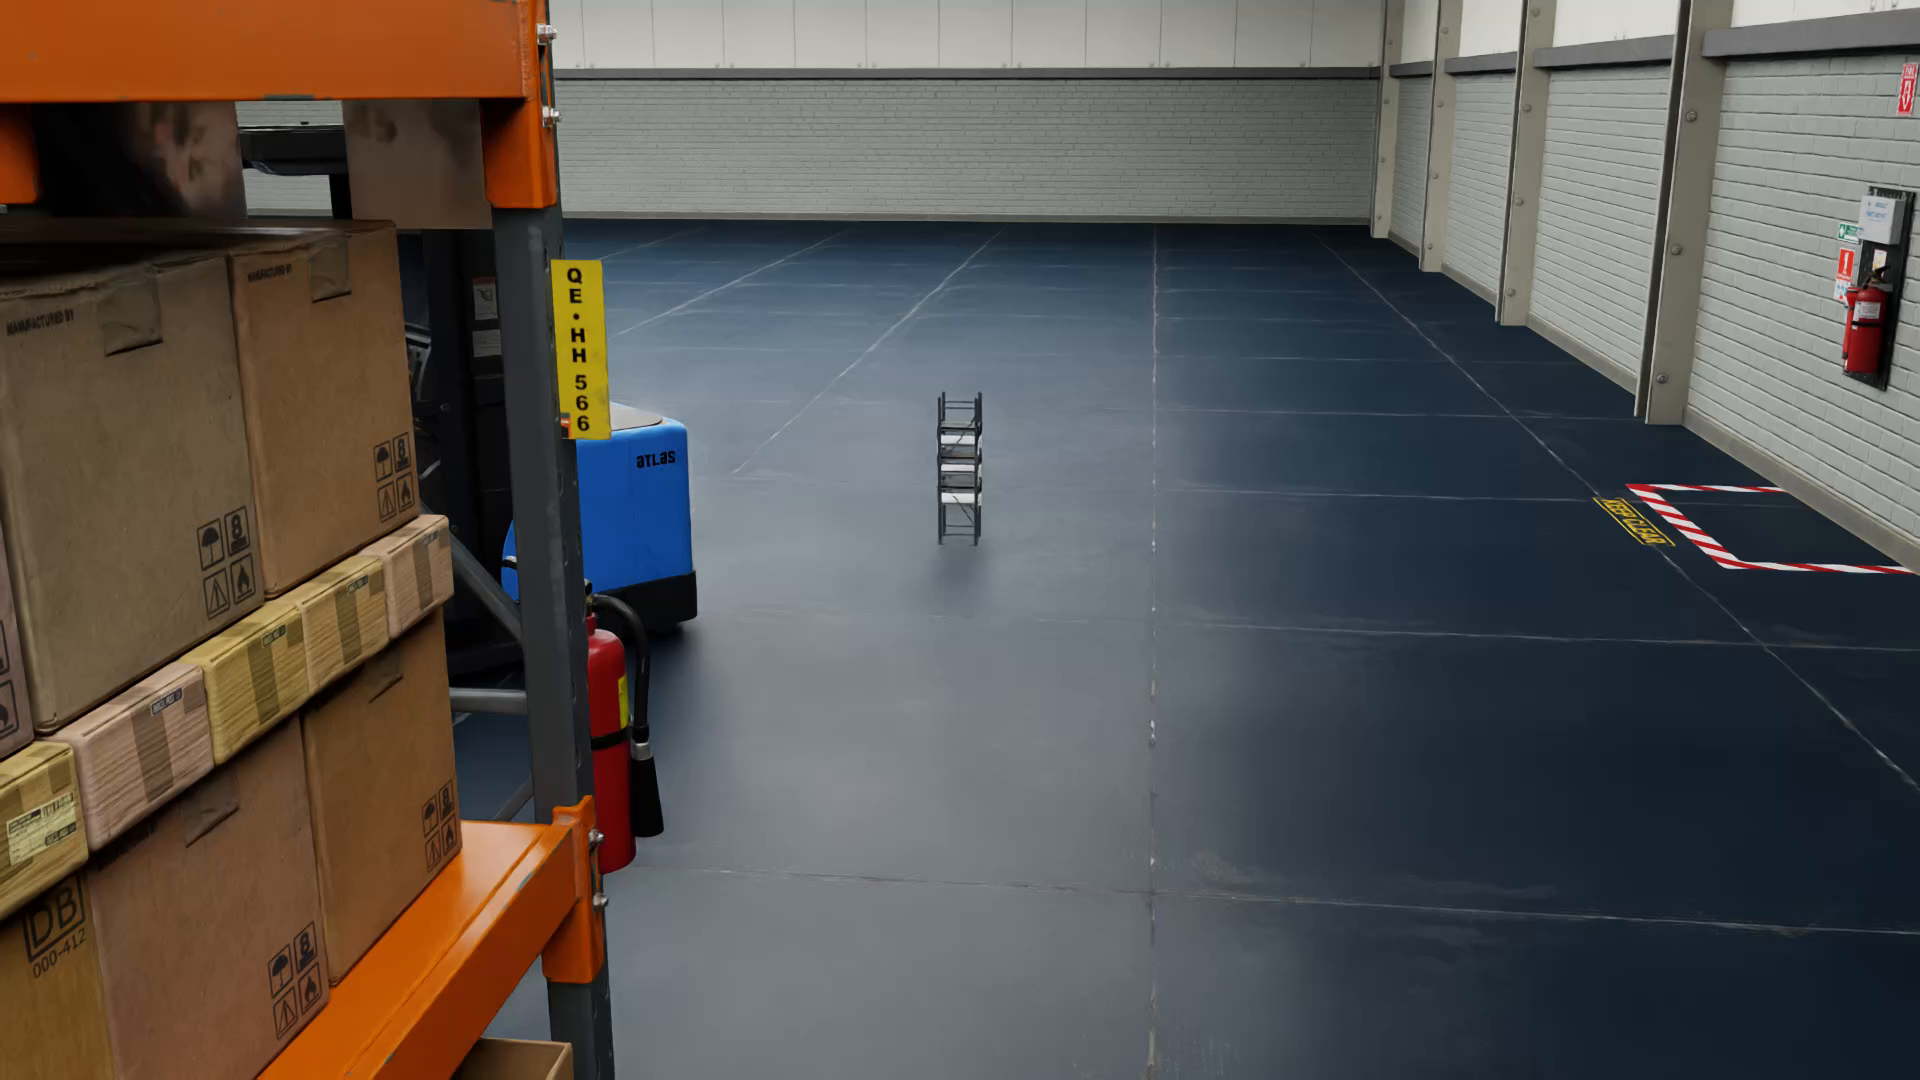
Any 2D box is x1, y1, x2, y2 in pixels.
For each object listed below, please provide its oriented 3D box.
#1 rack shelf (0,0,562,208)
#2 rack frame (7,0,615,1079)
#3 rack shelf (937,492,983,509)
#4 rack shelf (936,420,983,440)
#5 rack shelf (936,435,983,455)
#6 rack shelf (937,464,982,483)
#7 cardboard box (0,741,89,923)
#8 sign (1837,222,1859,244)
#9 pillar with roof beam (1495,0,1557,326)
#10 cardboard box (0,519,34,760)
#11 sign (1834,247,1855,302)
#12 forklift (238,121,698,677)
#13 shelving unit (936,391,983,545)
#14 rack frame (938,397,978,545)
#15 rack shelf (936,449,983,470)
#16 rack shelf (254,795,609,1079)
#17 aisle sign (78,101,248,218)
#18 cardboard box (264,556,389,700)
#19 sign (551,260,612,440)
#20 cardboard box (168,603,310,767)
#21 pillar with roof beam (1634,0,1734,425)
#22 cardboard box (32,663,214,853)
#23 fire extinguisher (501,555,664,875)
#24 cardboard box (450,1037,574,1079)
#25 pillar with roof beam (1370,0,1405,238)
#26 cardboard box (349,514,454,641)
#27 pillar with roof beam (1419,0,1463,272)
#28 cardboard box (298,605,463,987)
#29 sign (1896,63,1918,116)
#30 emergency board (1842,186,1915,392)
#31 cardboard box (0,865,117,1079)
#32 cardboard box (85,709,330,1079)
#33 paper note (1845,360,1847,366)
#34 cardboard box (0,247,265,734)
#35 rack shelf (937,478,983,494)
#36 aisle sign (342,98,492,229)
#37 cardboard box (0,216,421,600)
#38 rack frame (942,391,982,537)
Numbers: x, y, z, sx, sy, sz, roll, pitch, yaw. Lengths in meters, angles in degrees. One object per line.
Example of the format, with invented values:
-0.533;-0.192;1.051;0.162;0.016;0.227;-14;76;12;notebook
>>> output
-1.452;-0.271;1.048;1.077;0.370;4.000;2;15;6;rack shelf
-1.223;0.311;3.264;0.949;2.616;0.053;2;15;6;rack frame
-0.001;-0.226;10.092;0.258;0.077;0.200;2;15;6;rack shelf
-0.001;-0.661;9.975;0.258;0.077;0.200;2;15;6;rack shelf
-0.001;-0.574;9.999;0.258;0.077;0.200;2;15;6;rack shelf
-0.001;-0.400;10.046;0.258;0.077;0.200;2;15;6;rack shelf
-1.197;0.322;1.790;0.380;0.149;0.250;2;15;8;cardboard box
5.626;-1.945;10.526;0.001;0.109;0.331;2;15;6;sign
2.231;-7.028;18.914;9.100;9.000;0.400;2;15;6;pillar with roof beam
-1.407;0.038;1.596;0.700;0.500;0.500;2;15;6;cardboard box
5.636;-1.690;10.598;0.001;0.329;0.234;2;15;6;sign
-2.793;-0.809;7.541;3.031;2.935;1.130;-12;19;-38;forklift
-0.001;-0.432;10.037;0.258;0.900;0.210;2;15;6;shelving unit
-0.012;-0.406;9.939;0.240;0.900;0.006;2;15;6;rack frame
-0.001;-0.487;10.022;0.258;0.077;0.200;2;15;6;rack shelf
-1.452;1.177;1.440;1.077;0.370;4.000;2;15;6;rack shelf
-1.523;-0.970;3.021;0.394;0.787;0.004;2;15;6;aisle sign
-1.108;0.123;2.528;0.380;0.149;0.250;2;15;8;cardboard box
-0.688;-0.342;3.010;0.100;0.325;0.005;2;15;6;sign
-1.137;0.189;2.283;0.380;0.149;0.250;1;15;5;cardboard box
1.553;-5.472;13.159;9.100;9.000;0.400;2;15;6;pillar with roof beam
-1.167;0.254;2.042;0.380;0.149;0.250;2;15;7;cardboard box
-0.751;0.332;3.337;0.296;0.674;0.183;2;15;6;fire extinguisher
-0.991;1.222;2.924;0.500;0.500;0.500;2;15;6;cardboard box
3.585;-10.140;30.424;9.100;9.000;0.400;2;15;6;pillar with roof beam
-1.080;0.055;2.779;0.380;0.149;0.250;1;15;5;cardboard box
2.908;-8.584;24.669;9.100;9.000;0.400;2;15;6;pillar with roof beam
-1.291;0.384;2.805;0.700;0.500;0.500;2;15;6;cardboard box
5.571;-2.651;9.778;0.001;0.298;0.199;2;15;6;sign
5.471;-1.533;10.084;0.194;1.169;0.643;2;15;6;emergency board
-1.408;0.649;1.825;0.700;0.500;0.500;2;15;7;cardboard box
-1.346;0.520;2.301;0.700;0.500;0.500;2;15;8;cardboard box
5.559;-1.151;10.361;0.016;0.148;0.142;2;15;6;paper note
-1.351;-0.092;2.080;0.700;0.500;0.500;1;15;5;cardboard box
-0.001;-0.313;10.069;0.258;0.077;0.200;2;15;6;rack shelf
-0.927;-0.952;2.956;0.394;0.787;0.004;2;15;6;aisle sign
-1.297;-0.229;2.585;0.700;0.500;0.500;2;15;6;cardboard box
0.011;-0.459;10.134;0.240;0.900;0.006;2;15;6;rack frame
